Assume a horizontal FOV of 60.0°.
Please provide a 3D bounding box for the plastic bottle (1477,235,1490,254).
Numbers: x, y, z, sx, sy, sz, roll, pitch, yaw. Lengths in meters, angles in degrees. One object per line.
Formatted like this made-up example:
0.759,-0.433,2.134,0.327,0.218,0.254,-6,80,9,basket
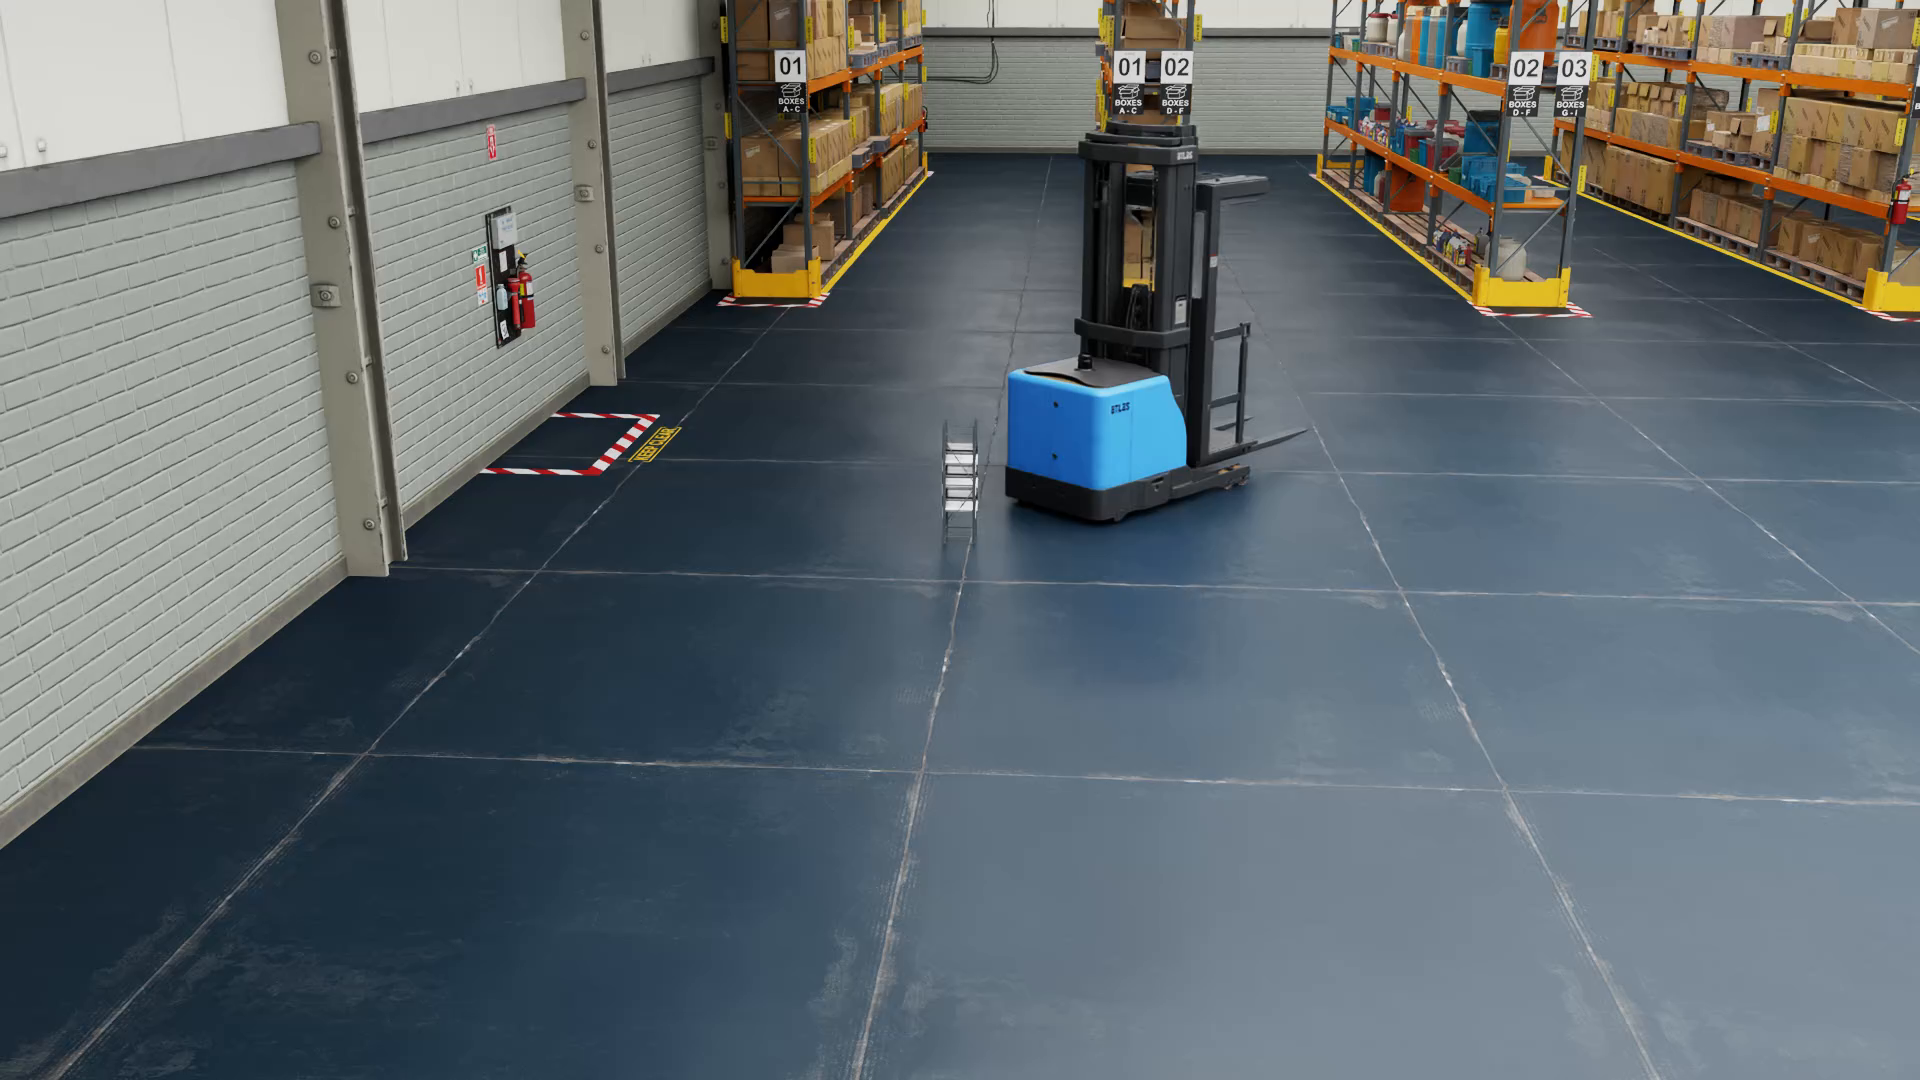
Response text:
7.762,-4.390,24.671,0.152,0.276,0.135,1,18,4,plastic bottle

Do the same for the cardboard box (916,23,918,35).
-1.161,-10.900,35.460,0.500,0.250,0.500,1,18,2,cardboard box

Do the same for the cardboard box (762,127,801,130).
-2.548,-5.643,23.833,0.500,0.500,0.500,2,18,5,cardboard box

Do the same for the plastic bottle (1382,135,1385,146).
7.624,-7.166,29.795,0.097,0.201,0.097,0,18,0,plastic bottle

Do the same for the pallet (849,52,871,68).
-2.047,-7.492,25.956,1.213,0.211,1.003,1,18,4,pallet

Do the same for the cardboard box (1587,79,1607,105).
13.114,-9.329,34.636,0.500,0.500,0.500,1,18,2,cardboard box

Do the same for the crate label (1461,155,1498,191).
7.259,-5.098,23.107,0.502,0.435,0.616,1,18,4,crate label

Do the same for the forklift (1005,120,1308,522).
1.766,-1.905,13.531,3.031,2.935,1.130,-17,25,-42,forklift

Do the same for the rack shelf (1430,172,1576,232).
7.541,-4.783,23.357,1.077,0.370,4.000,1,18,4,rack shelf

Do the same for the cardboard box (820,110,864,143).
-2.002,-6.932,27.895,0.700,0.500,0.500,1,18,4,cardboard box

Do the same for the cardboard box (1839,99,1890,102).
12.832,-5.998,23.667,0.500,0.500,0.500,1,18,4,cardboard box

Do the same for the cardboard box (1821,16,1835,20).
18.046,-10.744,34.376,0.380,0.149,0.250,1,18,4,cardboard box

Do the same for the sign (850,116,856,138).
-1.656,-6.369,25.651,0.100,0.325,0.005,1,18,4,sign

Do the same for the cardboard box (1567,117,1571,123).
13.077,-8.900,35.169,0.380,0.149,0.250,1,18,3,cardboard box

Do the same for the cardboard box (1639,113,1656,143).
12.812,-7.558,30.511,0.500,0.500,0.500,2,18,5,cardboard box

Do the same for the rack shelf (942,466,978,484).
0.001,-0.484,12.273,0.258,0.077,0.200,1,18,4,rack shelf

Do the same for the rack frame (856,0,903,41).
-1.624,-11.302,32.464,1.000,3.000,0.127,1,18,4,rack frame

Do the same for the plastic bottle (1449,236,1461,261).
7.155,-4.206,23.990,0.144,0.351,0.185,2,18,6,plastic bottle

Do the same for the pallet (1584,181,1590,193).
13.415,-7.409,34.695,1.003,0.211,1.213,1,18,4,pallet

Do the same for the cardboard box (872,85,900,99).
-1.449,-8.697,32.273,0.500,0.250,0.500,2,18,5,cardboard box

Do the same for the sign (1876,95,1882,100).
17.596,-8.399,31.847,0.100,0.325,0.005,1,18,4,sign

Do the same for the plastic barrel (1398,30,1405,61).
7.643,-8.377,28.174,0.421,0.512,0.421,0,18,0,plastic barrel

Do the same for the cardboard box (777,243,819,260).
-2.304,-4.046,23.565,0.500,0.311,0.500,3,18,8,cardboard box

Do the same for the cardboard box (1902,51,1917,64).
12.046,-6.030,20.791,0.380,0.149,0.250,1,18,4,cardboard box

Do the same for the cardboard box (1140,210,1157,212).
2.827,-4.492,23.851,0.500,0.500,0.500,1,18,4,cardboard box

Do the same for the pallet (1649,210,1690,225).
13.043,-5.796,29.771,1.003,0.211,1.213,1,18,4,pallet

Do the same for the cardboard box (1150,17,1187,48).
2.849,-6.864,22.676,0.500,0.500,0.500,1,18,4,cardboard box

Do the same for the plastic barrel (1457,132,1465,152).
7.971,-6.103,26.012,0.433,0.535,0.433,0,18,0,plastic barrel

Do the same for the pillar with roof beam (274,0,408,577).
0.137,-3.989,10.145,9.100,9.000,0.400,1,18,4,pillar with roof beam

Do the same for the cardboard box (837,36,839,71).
-2.036,-7.130,24.356,0.500,0.500,0.500,0,18,-1,cardboard box

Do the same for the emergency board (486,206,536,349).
-3.942,-2.331,14.720,0.194,1.169,0.643,1,18,4,emergency board

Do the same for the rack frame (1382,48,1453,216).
7.971,-6.988,28.932,1.000,3.000,0.127,1,18,4,rack frame

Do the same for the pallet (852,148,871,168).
-1.998,-6.110,26.560,1.003,0.211,1.213,1,18,4,pallet

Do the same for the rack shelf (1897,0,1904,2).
17.994,-9.675,29.297,1.077,0.370,4.000,1,18,4,rack shelf

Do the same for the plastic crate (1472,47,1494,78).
7.234,-6.520,22.713,0.392,0.384,0.575,1,18,4,plastic crate

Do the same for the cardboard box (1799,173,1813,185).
12.220,-5.146,23.713,0.380,0.149,0.250,1,18,4,cardboard box

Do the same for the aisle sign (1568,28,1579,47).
13.190,-10.627,35.861,0.394,0.787,0.004,1,18,4,aisle sign

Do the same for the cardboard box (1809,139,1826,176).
12.524,-5.374,23.367,0.875,0.500,0.500,1,18,4,cardboard box

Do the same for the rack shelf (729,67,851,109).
-2.341,-6.429,23.565,1.077,0.370,4.000,1,18,4,rack shelf

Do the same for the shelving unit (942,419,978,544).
0.001,-0.430,12.291,0.258,0.900,0.210,1,18,4,shelving unit

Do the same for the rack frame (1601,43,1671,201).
13.198,-8.120,32.386,1.000,3.000,0.127,1,18,4,rack frame

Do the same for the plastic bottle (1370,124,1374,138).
7.726,-7.639,31.125,0.097,0.271,0.097,0,18,0,plastic bottle

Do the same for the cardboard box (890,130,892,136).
-1.501,-7.837,31.894,0.380,0.149,0.250,1,18,2,cardboard box

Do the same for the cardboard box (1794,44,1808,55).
12.293,-7.085,24.011,0.380,0.149,0.250,1,18,2,cardboard box

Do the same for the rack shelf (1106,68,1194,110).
2.600,-6.320,23.231,1.077,0.370,4.000,1,18,4,rack shelf

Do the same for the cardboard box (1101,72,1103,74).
3.238,-9.657,35.312,0.500,0.500,0.500,2,18,5,cardboard box

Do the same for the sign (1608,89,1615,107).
12.644,-8.581,32.275,0.100,0.325,0.005,1,18,4,sign

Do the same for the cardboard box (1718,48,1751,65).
12.559,-7.772,26.749,0.500,0.250,0.500,2,18,5,cardboard box

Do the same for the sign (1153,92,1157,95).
3.871,-8.881,32.850,0.100,0.325,0.005,1,18,4,sign

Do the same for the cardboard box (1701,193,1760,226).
12.856,-5.518,27.753,0.700,0.500,0.500,0,18,-1,cardboard box

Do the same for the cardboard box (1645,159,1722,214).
12.981,-6.281,29.513,1.225,0.875,0.875,0,18,1,cardboard box

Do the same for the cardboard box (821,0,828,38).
-2.103,-7.110,22.690,0.500,0.500,0.500,2,18,5,cardboard box

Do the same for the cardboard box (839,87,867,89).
-2.020,-8.389,31.332,0.500,0.250,0.500,1,18,3,cardboard box

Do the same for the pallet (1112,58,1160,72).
2.618,-6.598,23.065,1.003,0.211,1.213,1,18,4,pallet
